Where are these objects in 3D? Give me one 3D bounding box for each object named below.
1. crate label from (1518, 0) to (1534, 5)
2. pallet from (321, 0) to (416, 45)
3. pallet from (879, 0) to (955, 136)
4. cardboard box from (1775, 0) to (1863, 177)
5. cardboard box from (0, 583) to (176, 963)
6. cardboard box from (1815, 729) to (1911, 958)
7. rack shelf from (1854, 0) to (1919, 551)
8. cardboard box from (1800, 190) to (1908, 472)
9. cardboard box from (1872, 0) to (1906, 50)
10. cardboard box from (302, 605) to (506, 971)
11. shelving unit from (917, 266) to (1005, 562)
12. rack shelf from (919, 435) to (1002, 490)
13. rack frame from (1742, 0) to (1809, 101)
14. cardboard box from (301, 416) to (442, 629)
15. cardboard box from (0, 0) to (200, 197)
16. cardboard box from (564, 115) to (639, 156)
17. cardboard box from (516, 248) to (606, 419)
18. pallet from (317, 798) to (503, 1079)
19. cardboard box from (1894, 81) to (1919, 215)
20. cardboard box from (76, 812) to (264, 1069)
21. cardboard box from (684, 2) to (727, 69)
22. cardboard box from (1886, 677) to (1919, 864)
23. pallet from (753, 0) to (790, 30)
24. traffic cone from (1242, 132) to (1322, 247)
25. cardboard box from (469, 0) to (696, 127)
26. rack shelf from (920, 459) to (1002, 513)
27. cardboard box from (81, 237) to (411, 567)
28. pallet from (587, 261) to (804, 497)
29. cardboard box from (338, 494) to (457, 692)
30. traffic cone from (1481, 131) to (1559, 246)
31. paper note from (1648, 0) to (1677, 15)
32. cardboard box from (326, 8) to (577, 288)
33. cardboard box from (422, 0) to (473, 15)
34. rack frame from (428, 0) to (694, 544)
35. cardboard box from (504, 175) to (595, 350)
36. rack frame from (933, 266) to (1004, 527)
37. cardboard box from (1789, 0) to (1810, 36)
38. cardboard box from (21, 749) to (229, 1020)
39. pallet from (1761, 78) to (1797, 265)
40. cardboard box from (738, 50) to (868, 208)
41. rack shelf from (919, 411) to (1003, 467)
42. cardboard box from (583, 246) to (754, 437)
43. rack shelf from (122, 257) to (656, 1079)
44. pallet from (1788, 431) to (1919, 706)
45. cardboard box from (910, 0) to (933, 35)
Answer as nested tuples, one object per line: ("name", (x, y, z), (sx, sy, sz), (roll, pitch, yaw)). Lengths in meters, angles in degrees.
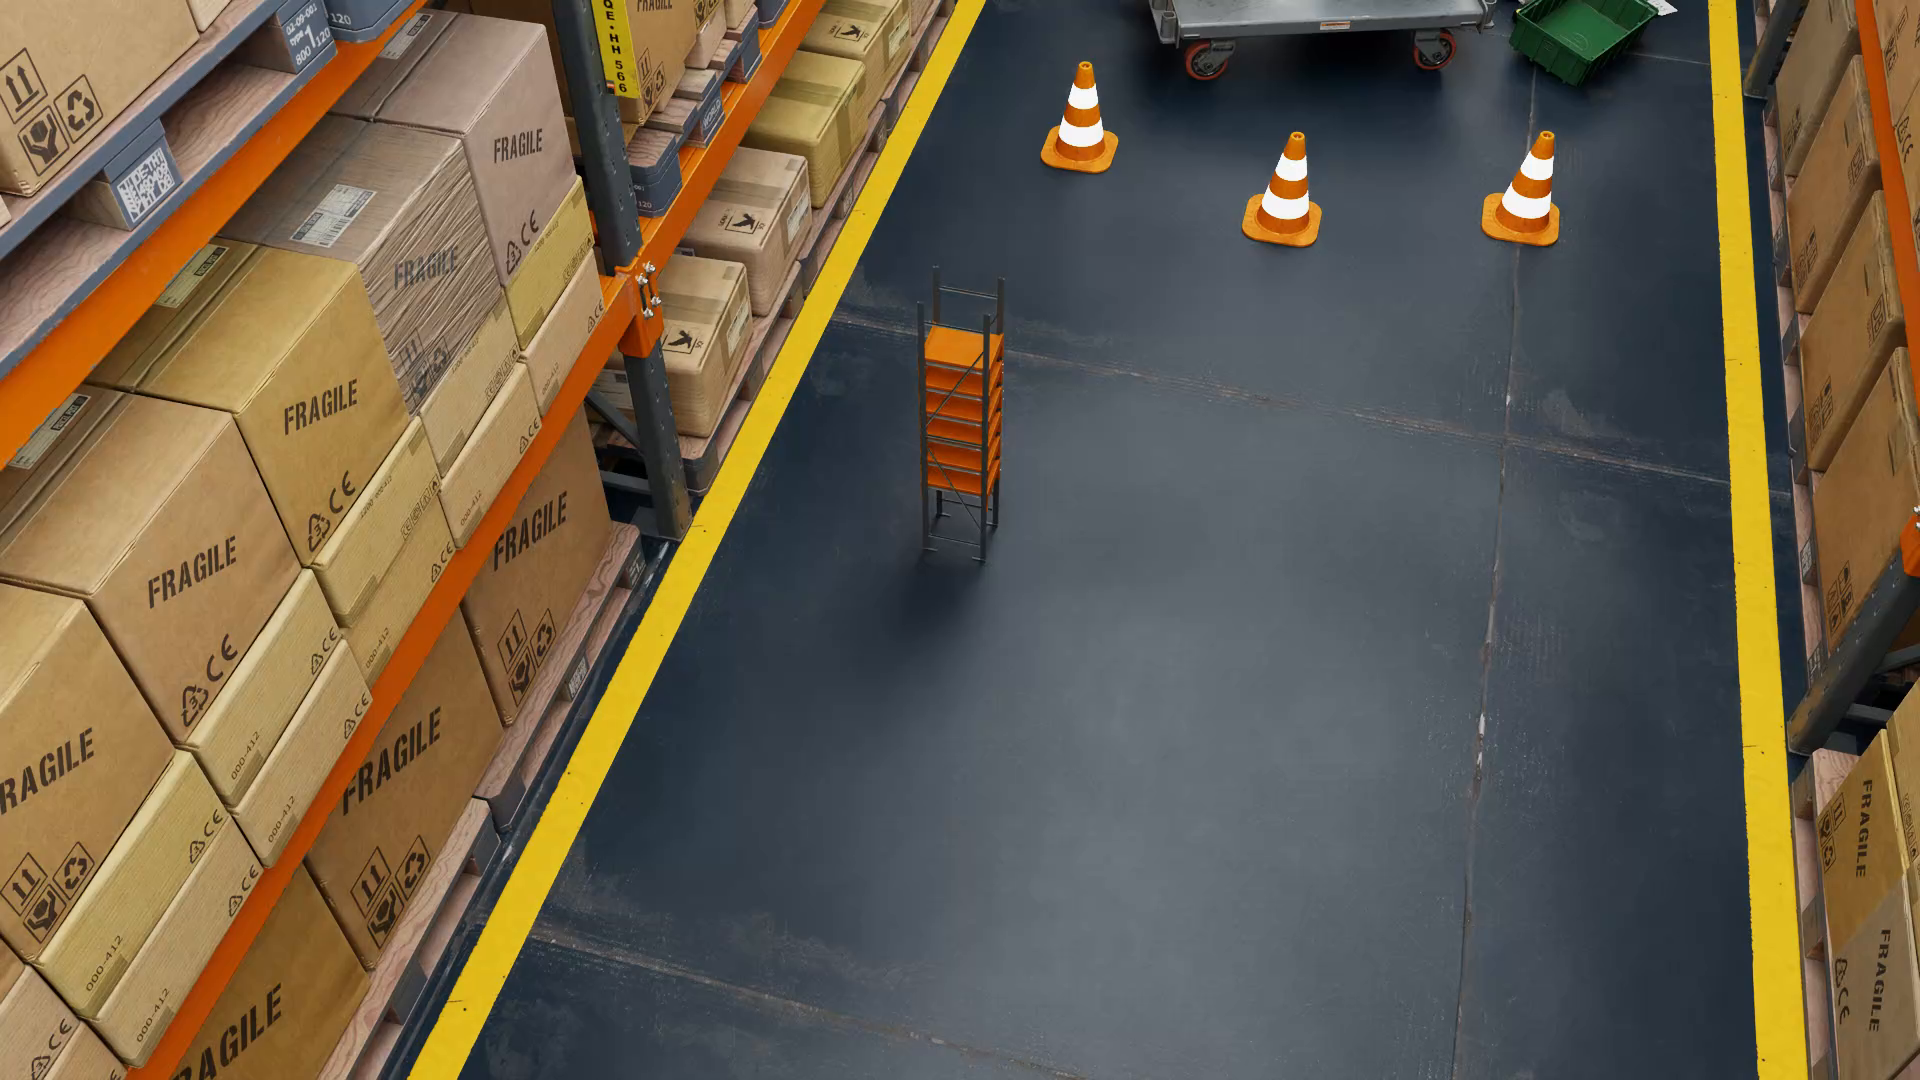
("crate label", (2.975, -2.963, 8.774), (0.298, 0.136, 0.250), (-19, 51, -16))
("pallet", (-1.629, -1.575, 3.765), (1.213, 0.211, 1.003), (14, 50, 12))
("pallet", (-0.661, -2.528, 8.341), (1.003, 0.211, 1.213), (12, 50, 10))
("cardboard box", (4.268, -2.038, 7.269), (1.050, 0.750, 0.750), (11, 50, 10))
("cardboard box", (-1.928, 0.411, 3.153), (0.500, 0.500, 0.500), (10, 49, 9))
("cardboard box", (2.860, 0.932, 4.814), (0.500, 0.500, 0.500), (10, 49, 8))
("rack shelf", (3.818, -1.426, 5.988), (1.077, 0.370, 4.000), (12, 50, 10))
("cardboard box", (3.766, -0.668, 6.059), (1.050, 0.750, 0.750), (12, 50, 11))
("cardboard box", (3.680, -2.090, 6.027), (0.500, 0.500, 0.500), (11, 50, 10))
("cardboard box", (-2.011, 0.571, 4.883), (0.875, 0.875, 0.875), (12, 50, 10))
("shelving unit", (0.004, -0.407, 5.809), (0.258, 1.200, 0.189), (12, 50, 10))
("rack shelf", (0.004, -0.299, 5.933), (0.258, 0.103, 0.180), (12, 50, 10))
("rack frame", (4.345, -3.111, 6.995), (1.000, 3.000, 0.127), (12, 50, 10))
("cardboard box", (-1.639, -0.091, 4.096), (0.500, 0.250, 0.500), (10, 49, 9))
("cardboard box", (-1.694, -0.954, 2.744), (0.500, 0.500, 0.500), (12, 50, 10))
("cardboard box", (-1.245, -1.375, 5.351), (0.380, 0.149, 0.250), (9, 49, 8))
("cardboard box", (-1.393, -0.654, 4.927), (0.500, 0.250, 0.500), (10, 49, 9))
("pallet", (-2.114, 1.237, 5.018), (1.003, 0.211, 1.213), (12, 50, 10))
("cardboard box", (3.416, -1.351, 5.375), (0.500, 0.500, 0.500), (11, 49, 9))
("cardboard box", (-1.908, 0.813, 3.631), (0.500, 0.250, 0.500), (11, 50, 10))
("cardboard box", (-1.022, -1.762, 5.692), (0.380, 0.149, 0.250), (9, 49, 8))
("cardboard box", (2.877, 0.674, 4.542), (0.500, 0.250, 0.500), (10, 49, 8))
("pallet", (-1.029, -2.498, 6.582), (1.003, 0.211, 1.213), (12, 50, 10))
("traffic cone", (1.455, -1.595, 7.349), (0.336, 0.463, 0.334), (12, 50, 10))
("cardboard box", (-1.169, -1.671, 5.179), (0.500, 0.500, 0.500), (10, 49, 9))
("rack shelf", (0.004, -0.219, 6.023), (0.258, 0.103, 0.180), (12, 50, 10))
("cardboard box", (-1.658, -0.329, 3.806), (0.500, 0.500, 0.500), (12, 50, 10))
("pallet", (-1.303, -0.763, 6.783), (1.003, 0.211, 1.213), (12, 50, 10))
("cardboard box", (-1.660, 0.079, 4.279), (0.500, 0.250, 0.500), (11, 50, 10))
("traffic cone", (2.535, -1.599, 7.353), (0.336, 0.463, 0.334), (12, 50, 10))
("paper note", (3.648, -2.793, 8.695), (0.147, 0.020, 0.142), (-19, 51, -16))
("cardboard box", (-1.394, -1.059, 4.451), (0.500, 0.500, 0.500), (10, 49, 9))
("cardboard box", (-1.659, -1.775, 5.271), (0.500, 0.500, 0.500), (10, 49, 9))
("rack frame", (-1.510, -1.121, 5.239), (1.000, 3.000, 0.127), (12, 50, 10))
("cardboard box", (-1.393, -0.836, 4.754), (0.500, 0.250, 0.500), (11, 50, 10))
("rack frame", (0.028, -0.474, 5.868), (0.240, 1.200, 0.006), (12, 50, 10))
("cardboard box", (4.578, -2.988, 8.023), (0.875, 0.875, 0.875), (12, 50, 11))
("cardboard box", (-1.907, 0.651, 3.441), (0.500, 0.250, 0.500), (12, 50, 11))
("pallet", (4.214, -1.615, 7.535), (1.003, 0.211, 1.213), (12, 50, 10))
("cardboard box", (-0.960, -1.880, 7.381), (0.950, 0.372, 0.625), (13, 50, 11))
("rack shelf", (0.004, -0.378, 5.843), (0.258, 0.103, 0.180), (12, 50, 10))
("cardboard box", (-1.352, -0.797, 6.426), (0.950, 0.372, 0.625), (9, 49, 7))
("rack shelf", (-2.037, 0.564, 4.232), (1.077, 0.370, 4.000), (12, 50, 10))
("pallet", (3.572, 0.150, 5.977), (1.003, 0.211, 1.213), (12, 50, 10))
("cardboard box", (-0.593, -2.904, 8.285), (0.950, 0.372, 0.625), (12, 50, 11))
